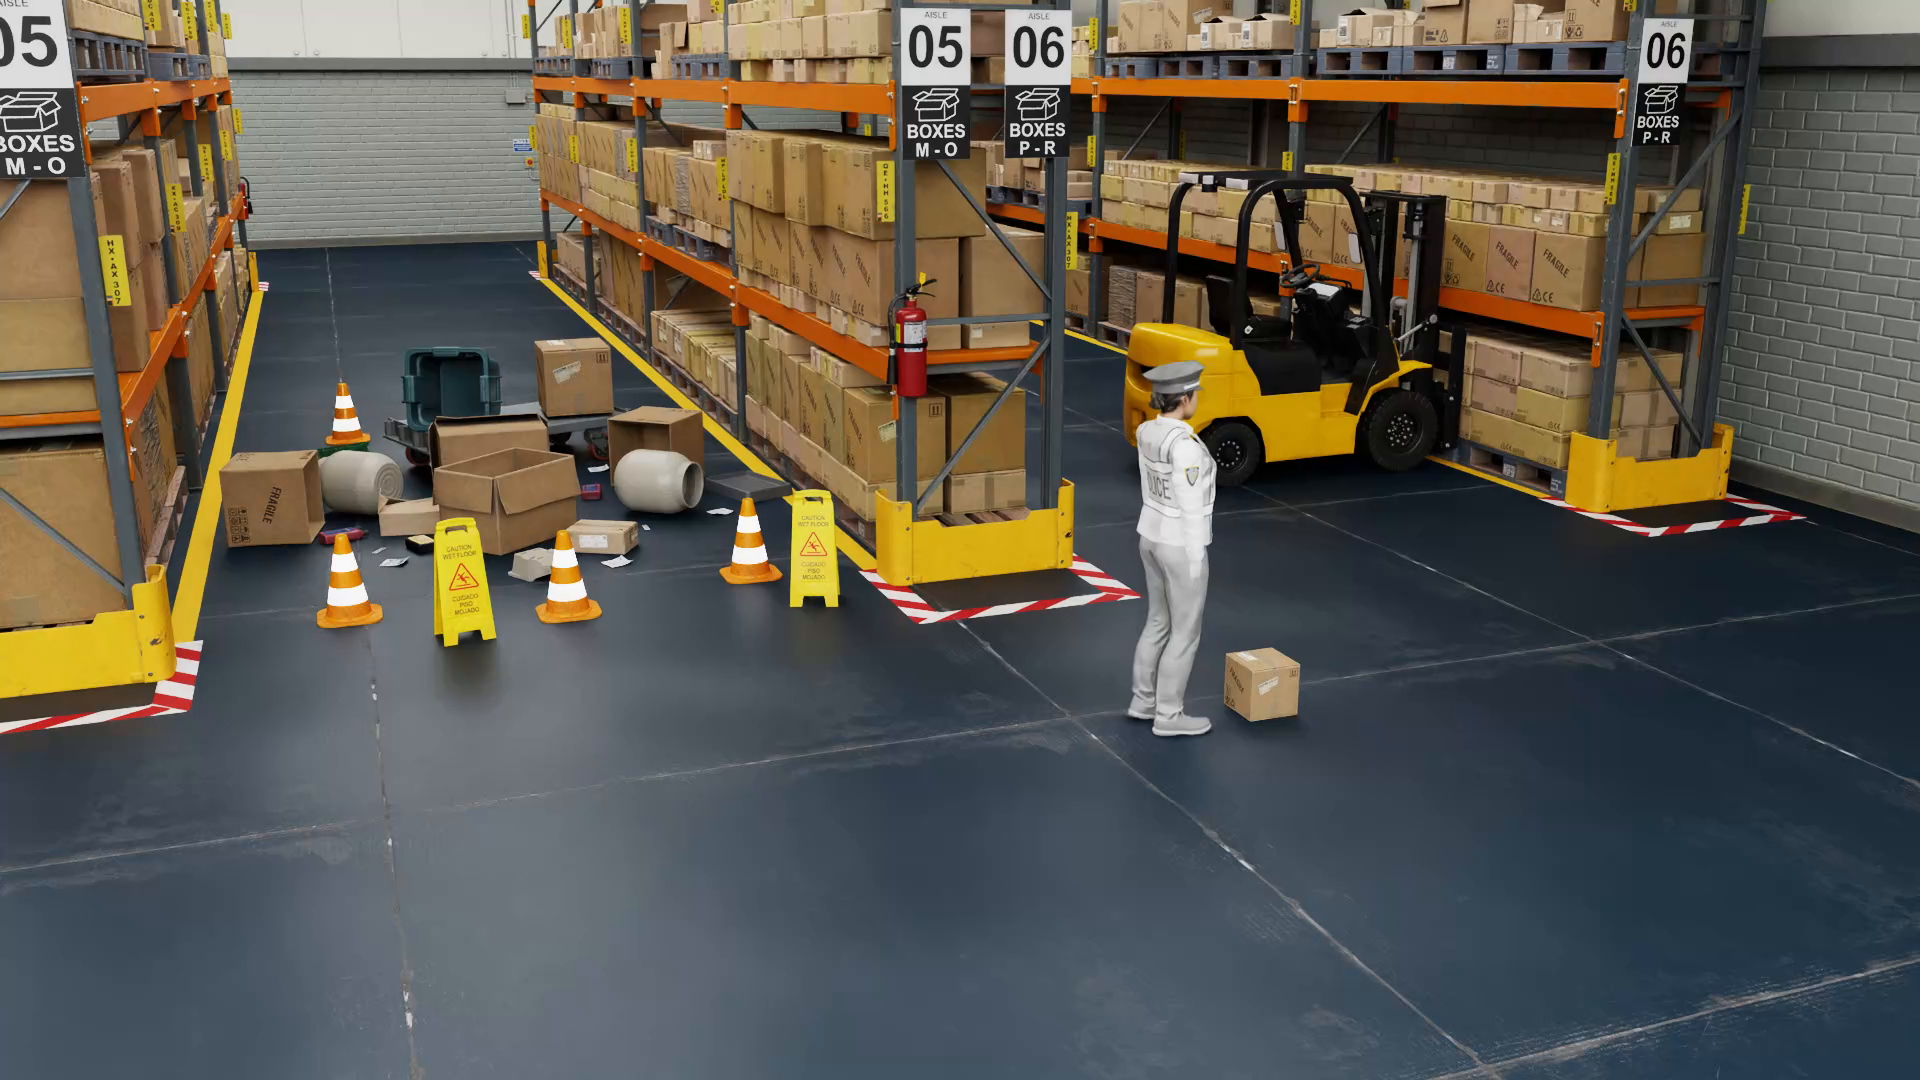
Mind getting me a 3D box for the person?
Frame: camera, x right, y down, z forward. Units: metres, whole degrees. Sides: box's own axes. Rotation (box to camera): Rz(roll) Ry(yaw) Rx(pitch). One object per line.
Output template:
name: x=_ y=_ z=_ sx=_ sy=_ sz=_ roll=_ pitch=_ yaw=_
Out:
person: x=0.960 y=0.042 z=7.406 sx=0.329 sy=1.687 sz=0.468 roll=-6 pitch=17 yaw=-19
